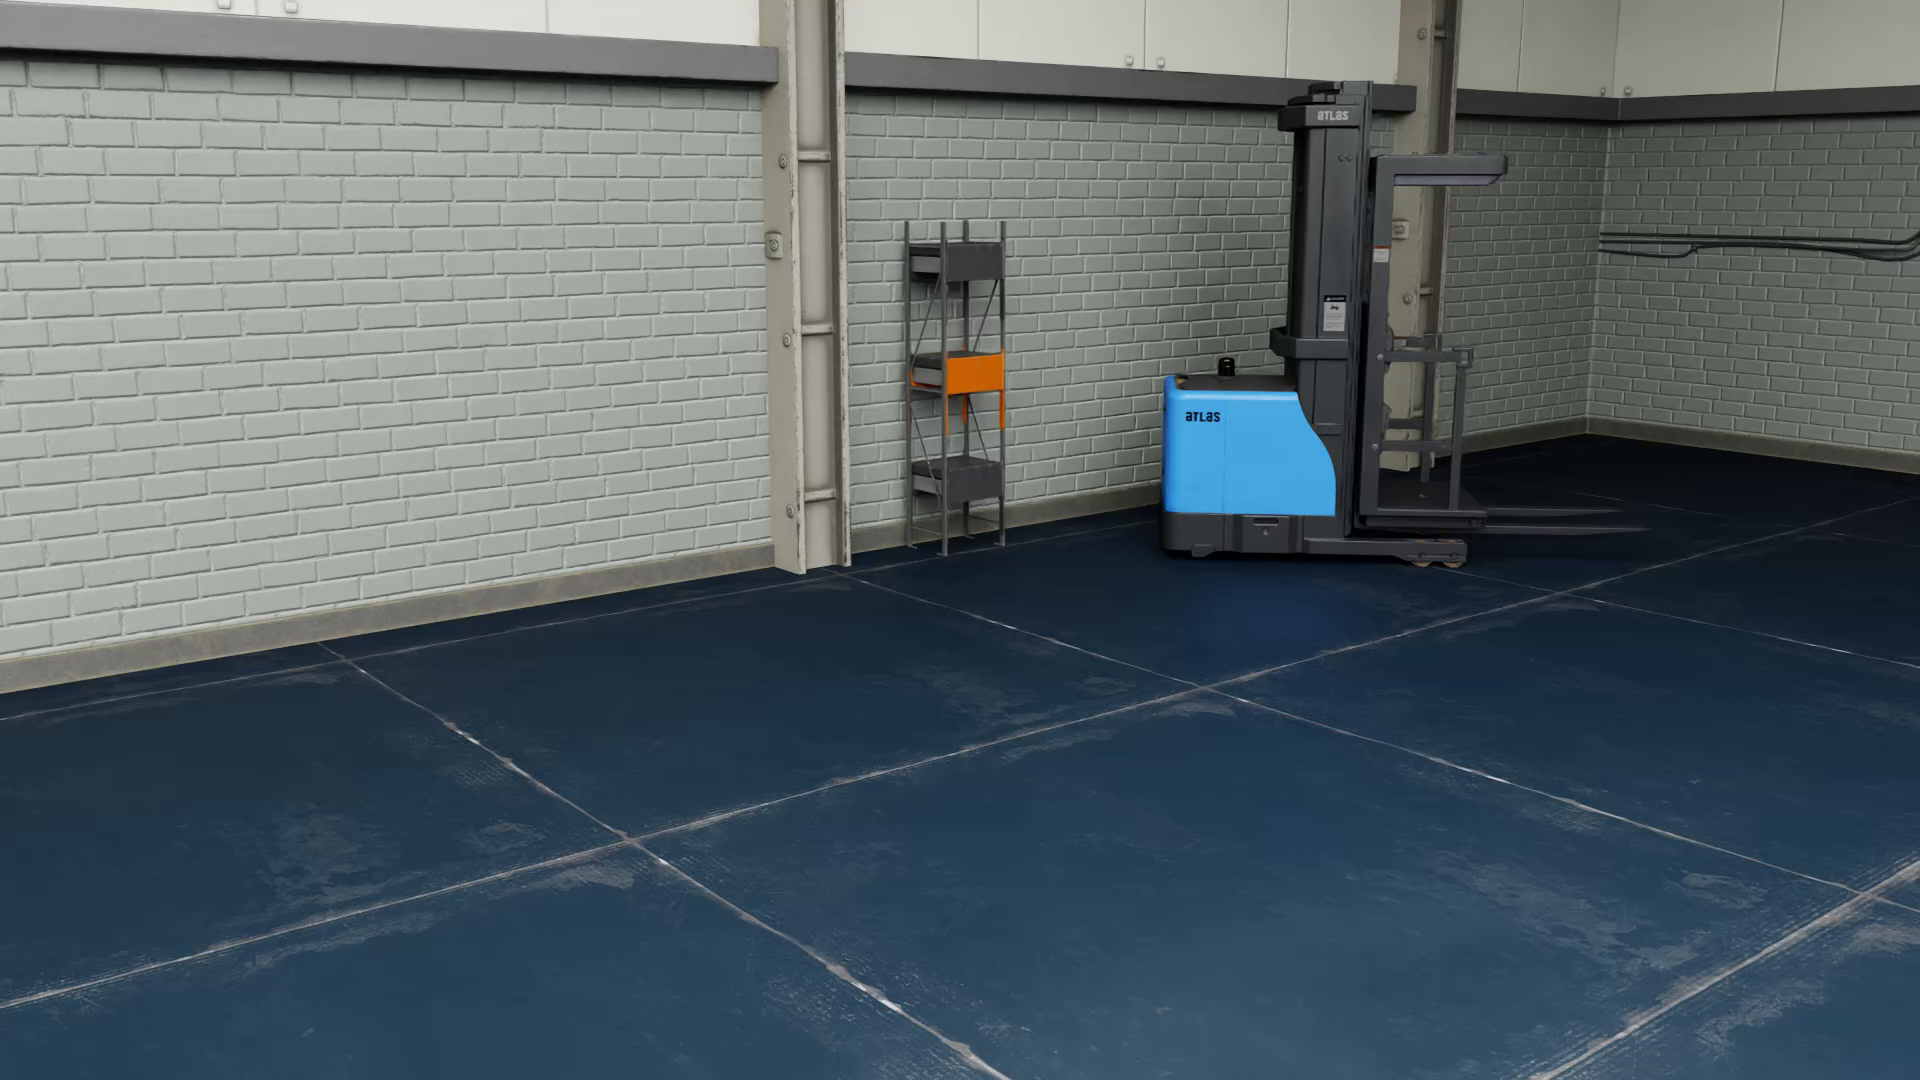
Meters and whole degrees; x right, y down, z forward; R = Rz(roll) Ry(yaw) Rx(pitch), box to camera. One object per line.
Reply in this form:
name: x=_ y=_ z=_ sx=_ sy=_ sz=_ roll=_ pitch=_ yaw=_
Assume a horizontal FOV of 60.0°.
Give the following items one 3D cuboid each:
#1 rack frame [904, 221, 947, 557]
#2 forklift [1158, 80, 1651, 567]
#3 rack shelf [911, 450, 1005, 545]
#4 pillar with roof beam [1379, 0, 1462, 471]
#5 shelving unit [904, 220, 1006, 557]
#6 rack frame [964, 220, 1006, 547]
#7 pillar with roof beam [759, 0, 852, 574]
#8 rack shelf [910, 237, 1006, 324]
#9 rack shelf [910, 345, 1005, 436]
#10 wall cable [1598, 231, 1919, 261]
rack frame: x=-0.217 y=-0.952 z=10.553 sx=0.015 sy=2.100 sz=0.400 roll=-10 pitch=15 yaw=-39
forklift: x=2.831 y=-1.379 z=10.567 sx=3.031 sy=2.935 sz=1.130 roll=1 pitch=12 yaw=5
rack shelf: x=-0.027 y=-0.286 z=10.851 sx=0.480 sy=0.518 sz=0.431 roll=-10 pitch=15 yaw=-39
pillar with roof beam: x=6.451 y=-4.323 z=9.823 sx=0.400 sy=9.000 sz=9.100 roll=-9 pitch=15 yaw=-38
shelving unit: x=-0.029 y=-0.984 z=10.705 sx=0.503 sy=2.100 sz=0.431 roll=-10 pitch=15 yaw=-39
rack frame: x=0.159 y=-1.017 z=10.858 sx=0.015 sy=2.100 sz=0.400 roll=-10 pitch=15 yaw=-39
pillar with roof beam: x=1.765 y=-3.544 z=6.156 sx=0.400 sy=9.000 sz=9.100 roll=-9 pitch=15 yaw=-38
rack shelf: x=-0.030 y=-1.656 z=10.565 sx=0.480 sy=0.518 sz=0.431 roll=-10 pitch=15 yaw=-39
rack shelf: x=-0.029 y=-0.971 z=10.708 sx=0.480 sy=0.518 sz=0.431 roll=-10 pitch=15 yaw=-39
wall cable: x=6.888 y=-3.670 z=14.224 sx=0.112 sy=2.526 sz=3.097 roll=-9 pitch=15 yaw=-38
